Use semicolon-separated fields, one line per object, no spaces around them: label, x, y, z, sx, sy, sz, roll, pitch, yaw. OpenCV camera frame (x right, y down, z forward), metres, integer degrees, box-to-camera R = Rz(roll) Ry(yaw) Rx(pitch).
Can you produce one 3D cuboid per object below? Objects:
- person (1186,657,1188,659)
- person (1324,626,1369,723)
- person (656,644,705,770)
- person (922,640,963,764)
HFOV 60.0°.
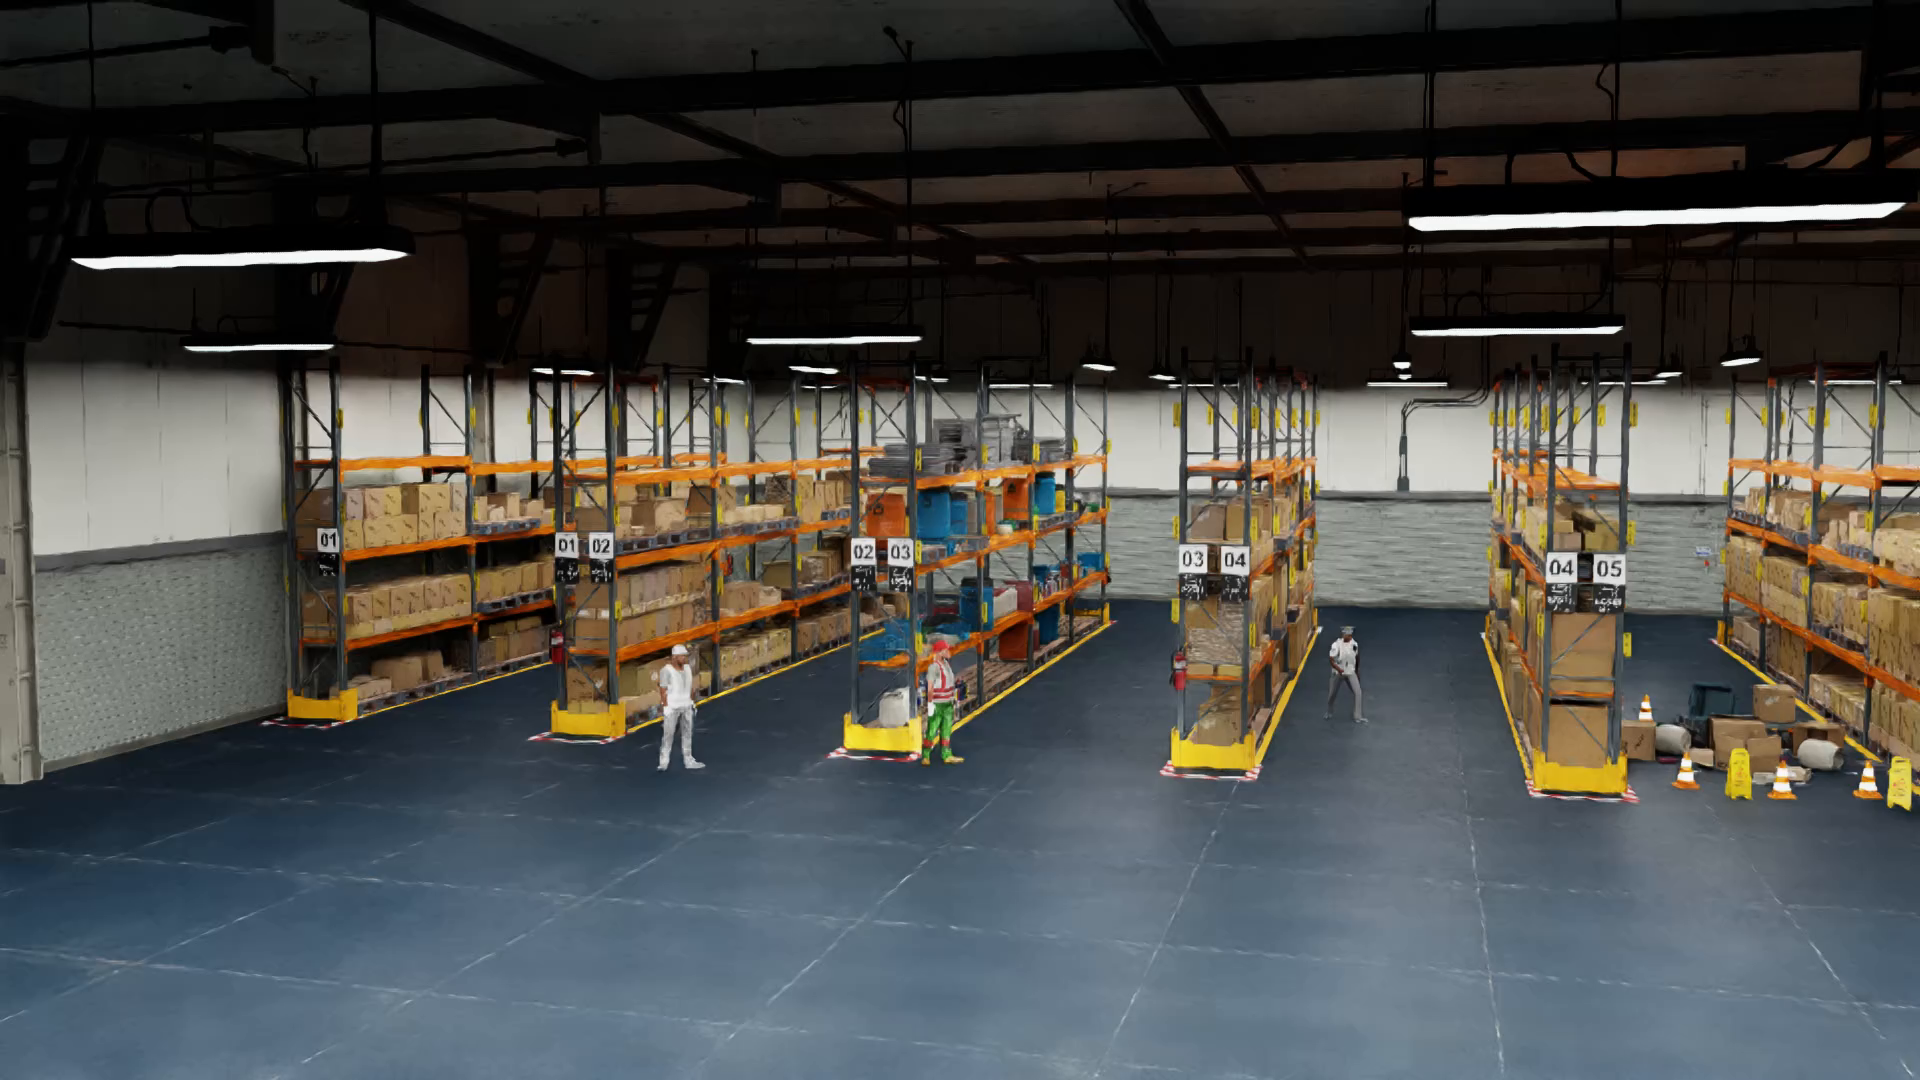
person;4.810;1.585;34.621;0.654;1.723;0.584;-4;6;-43
person;6.352;2.179;27.407;0.621;1.606;0.811;0;4;-2
person;-4.012;2.375;23.635;0.493;1.782;0.645;4;6;43
person;-0.289;2.342;24.037;0.464;1.795;0.673;2;5;28
